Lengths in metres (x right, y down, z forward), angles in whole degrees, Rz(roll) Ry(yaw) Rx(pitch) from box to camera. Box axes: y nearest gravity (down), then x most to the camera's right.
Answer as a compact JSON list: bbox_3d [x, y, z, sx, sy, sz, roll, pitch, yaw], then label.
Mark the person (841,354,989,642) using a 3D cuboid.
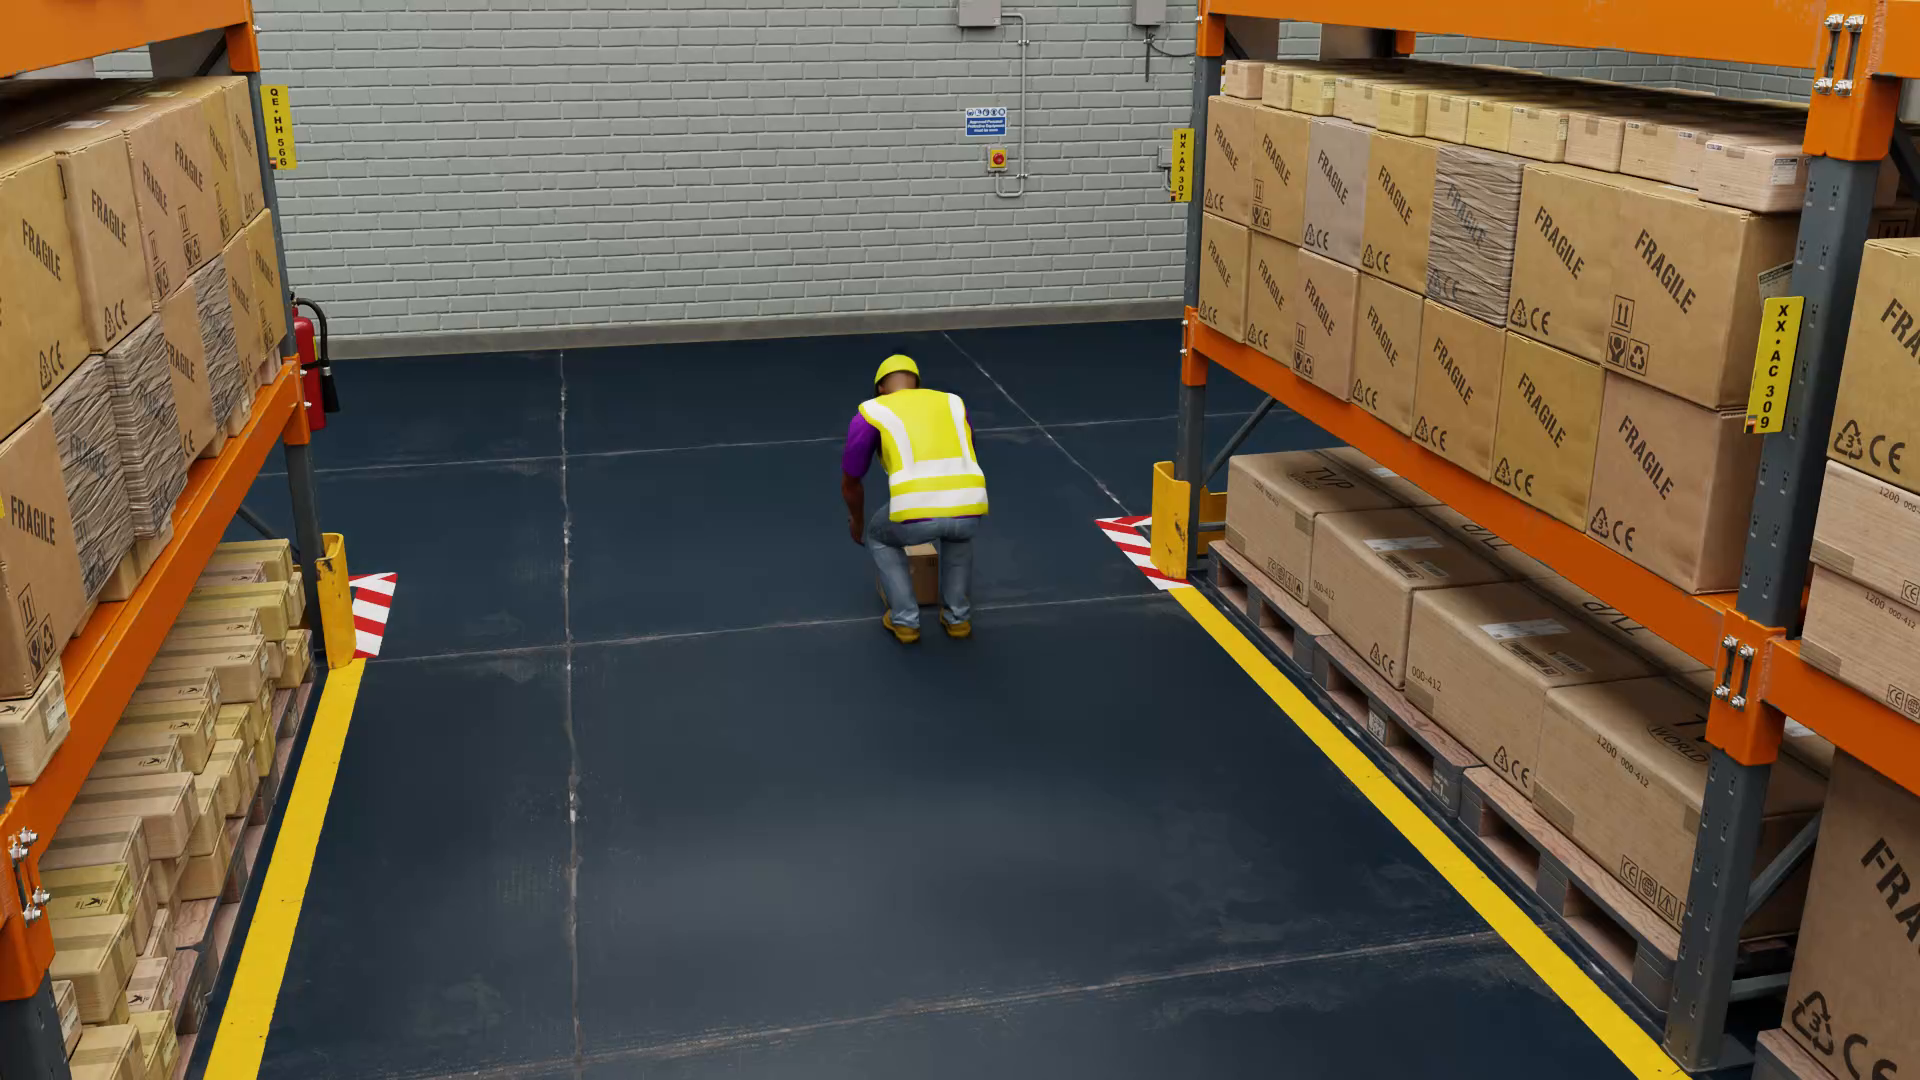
[{"bbox_3d":[-0.200,-0.173,7.381,0.619,1.196,0.847,-5,20,-13],"label":"person"}]
